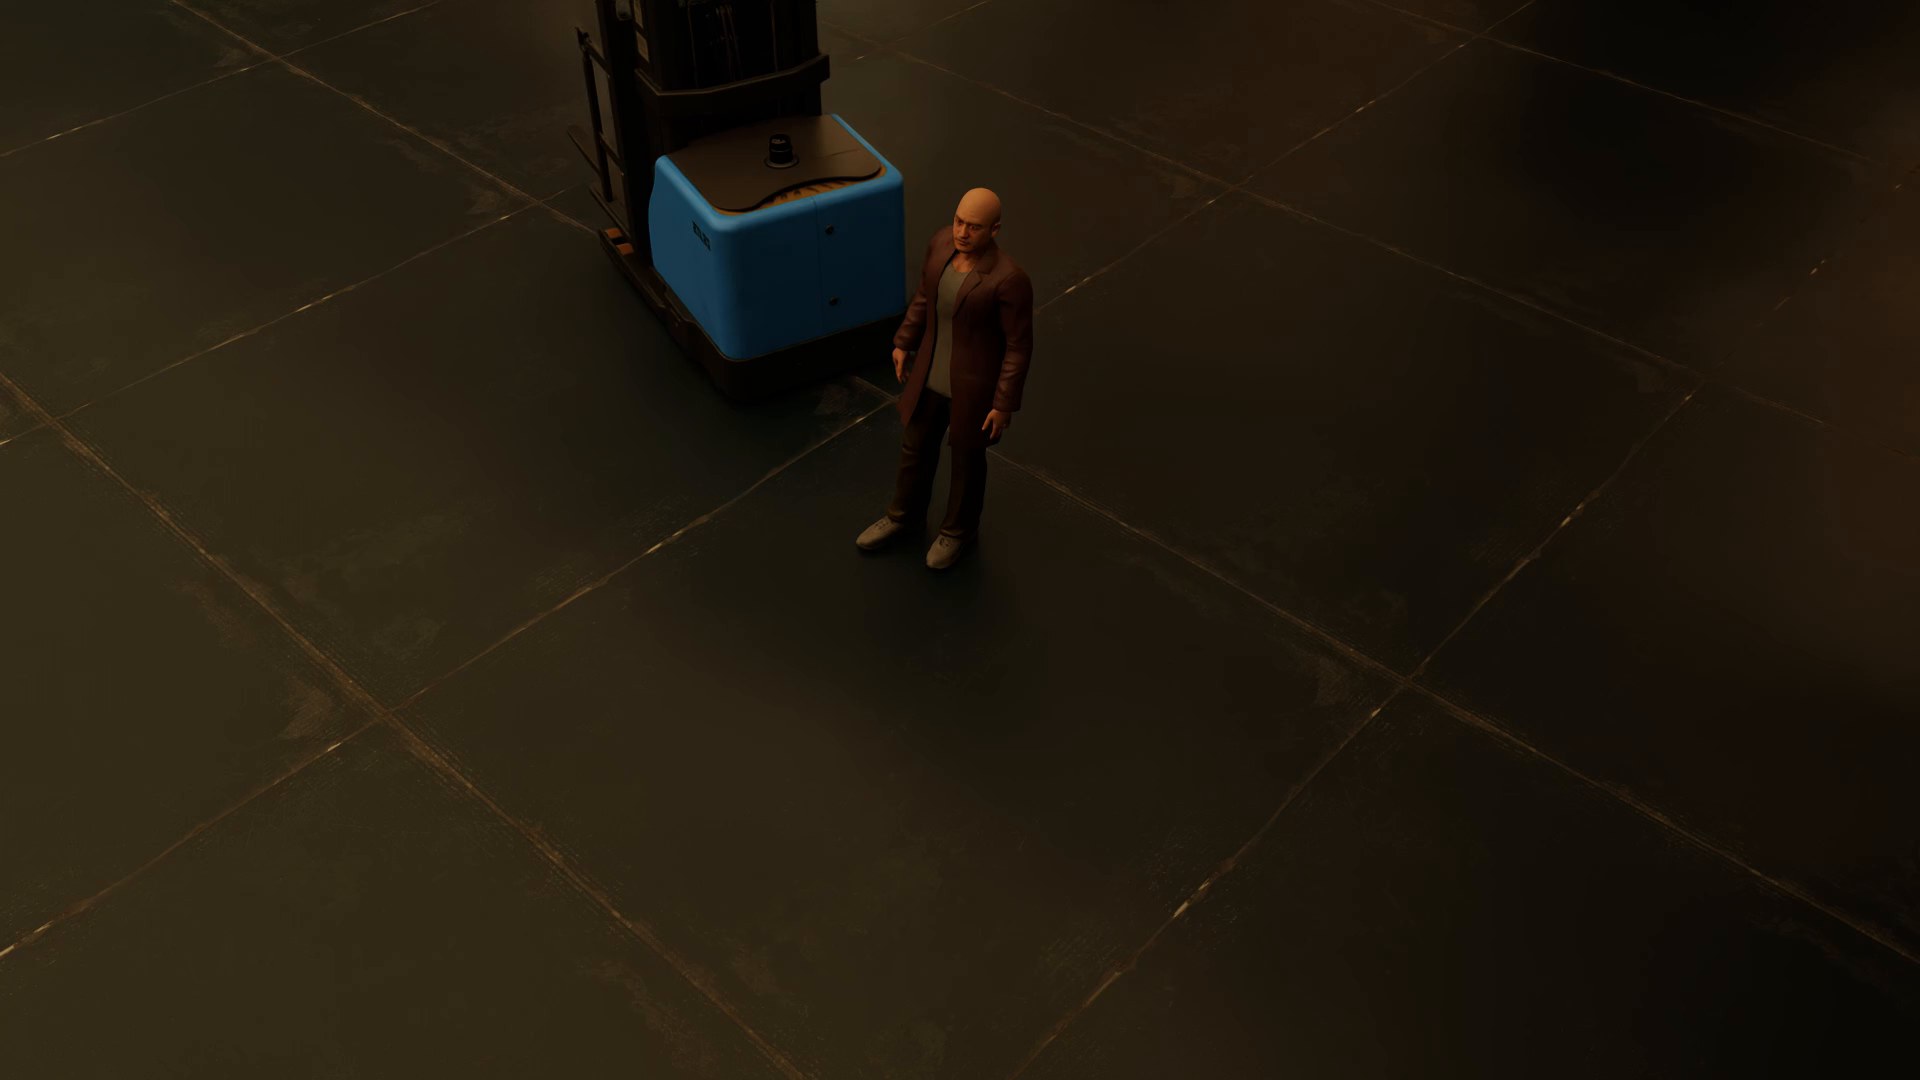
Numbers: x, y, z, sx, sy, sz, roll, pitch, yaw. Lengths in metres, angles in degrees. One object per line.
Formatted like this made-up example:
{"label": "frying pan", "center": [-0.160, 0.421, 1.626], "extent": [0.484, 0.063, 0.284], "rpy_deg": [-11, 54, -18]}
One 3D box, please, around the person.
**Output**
{"label": "person", "center": [-0.065, -0.638, 7.046], "extent": [0.698, 1.778, 0.579], "rpy_deg": [31, 49, 31]}

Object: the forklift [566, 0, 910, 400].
{"label": "forklift", "center": [-1.417, -2.763, 8.649], "extent": [1.130, 2.935, 3.031], "rpy_deg": [-20, 45, -22]}
